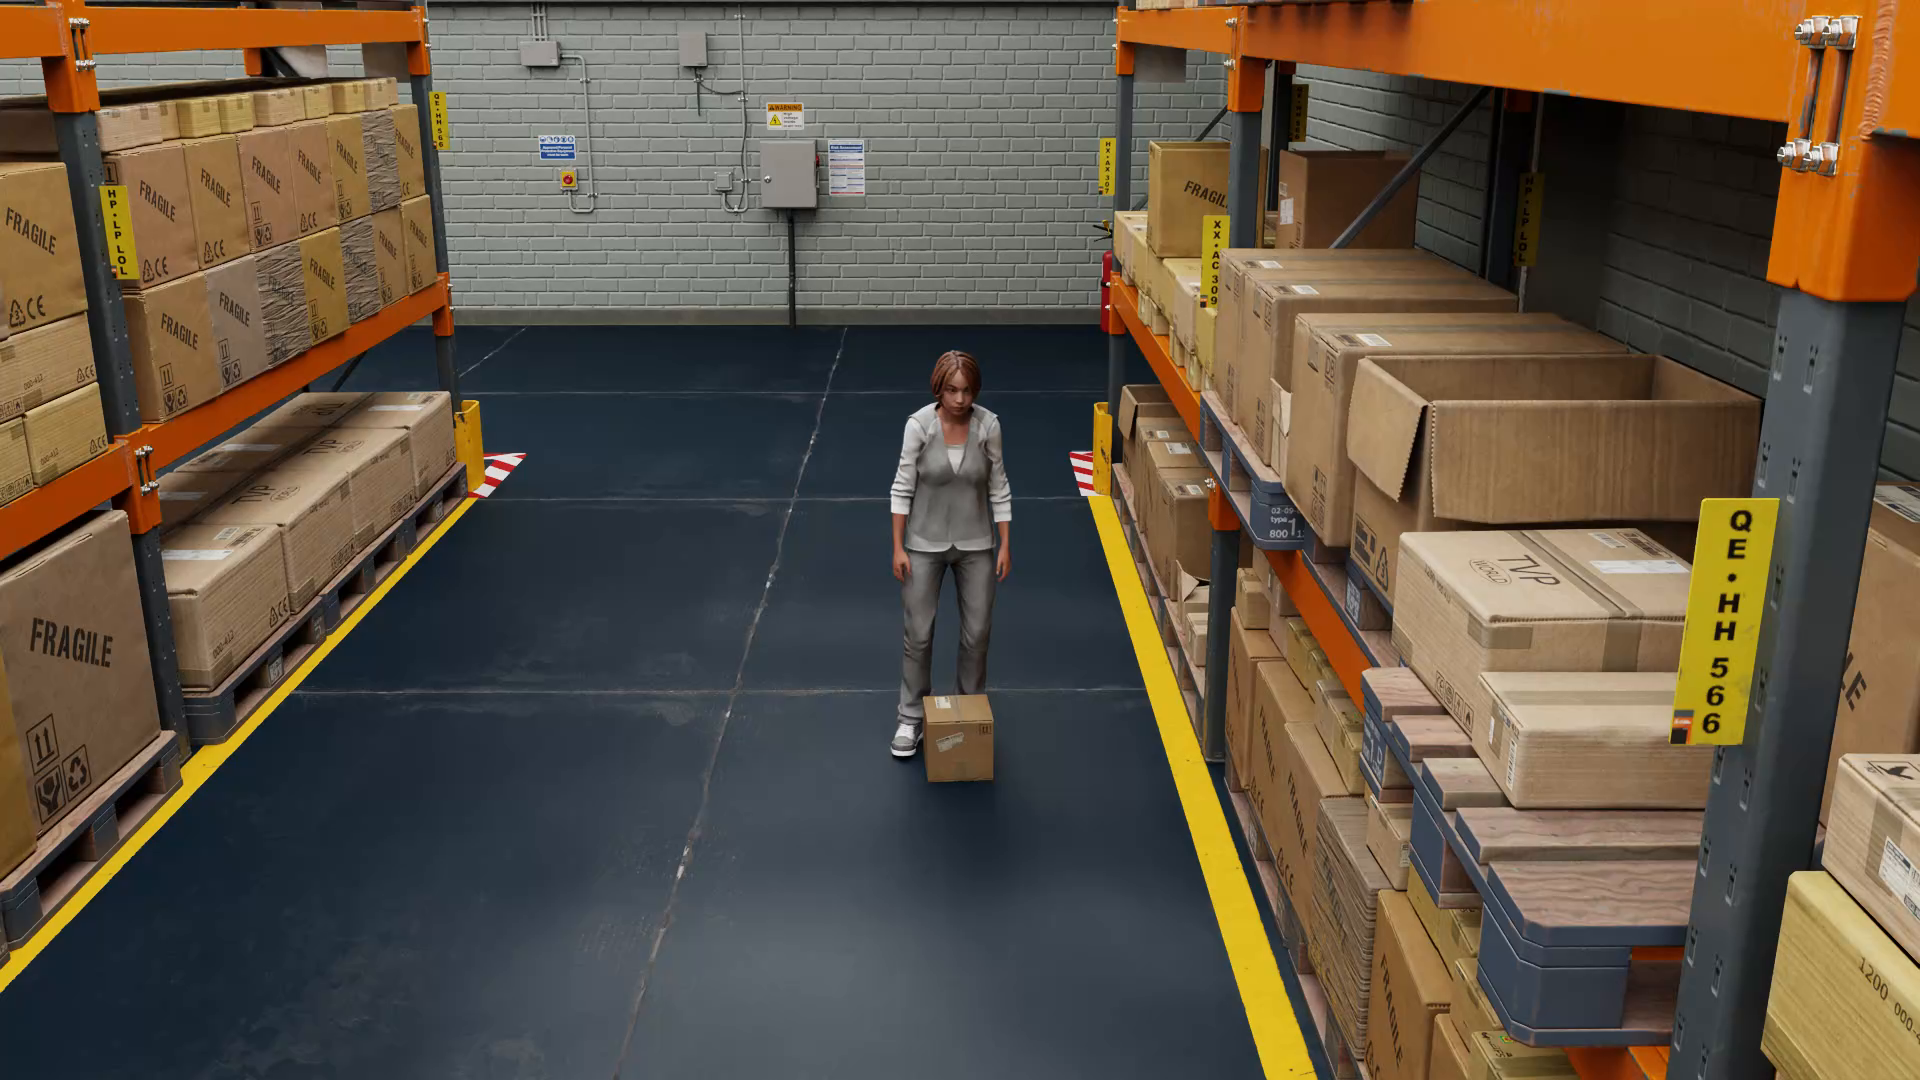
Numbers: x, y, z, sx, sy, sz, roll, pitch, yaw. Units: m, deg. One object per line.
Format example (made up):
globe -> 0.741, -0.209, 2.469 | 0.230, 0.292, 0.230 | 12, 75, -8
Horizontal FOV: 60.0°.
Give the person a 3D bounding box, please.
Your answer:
person -> -0.039, 0.054, 6.410 | 0.483, 1.582, 0.341 | -2, 17, -6
